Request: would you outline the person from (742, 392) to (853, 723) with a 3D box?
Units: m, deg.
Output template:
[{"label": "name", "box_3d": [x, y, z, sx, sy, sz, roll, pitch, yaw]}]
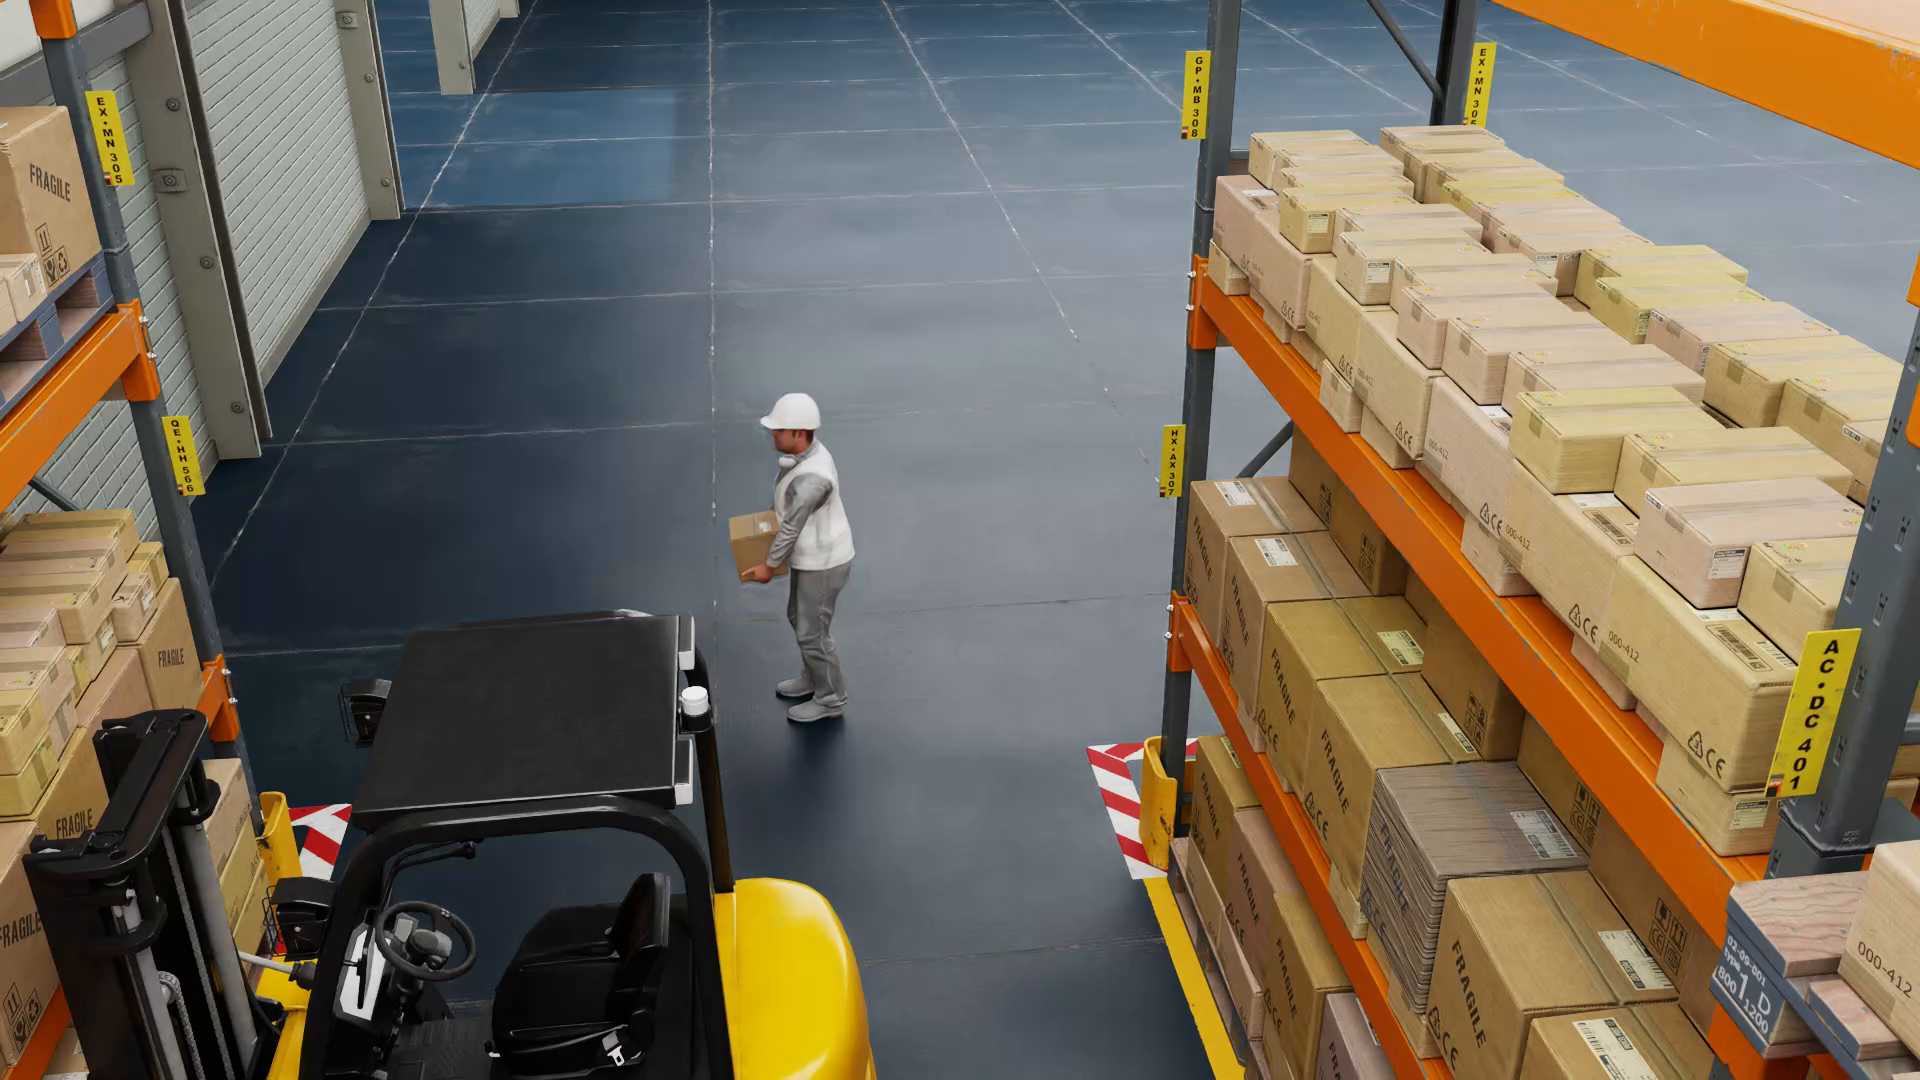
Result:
[{"label": "person", "box_3d": [-0.823, 0.088, 8.422, 0.554, 1.768, 0.495, -3, 27, -7]}]
